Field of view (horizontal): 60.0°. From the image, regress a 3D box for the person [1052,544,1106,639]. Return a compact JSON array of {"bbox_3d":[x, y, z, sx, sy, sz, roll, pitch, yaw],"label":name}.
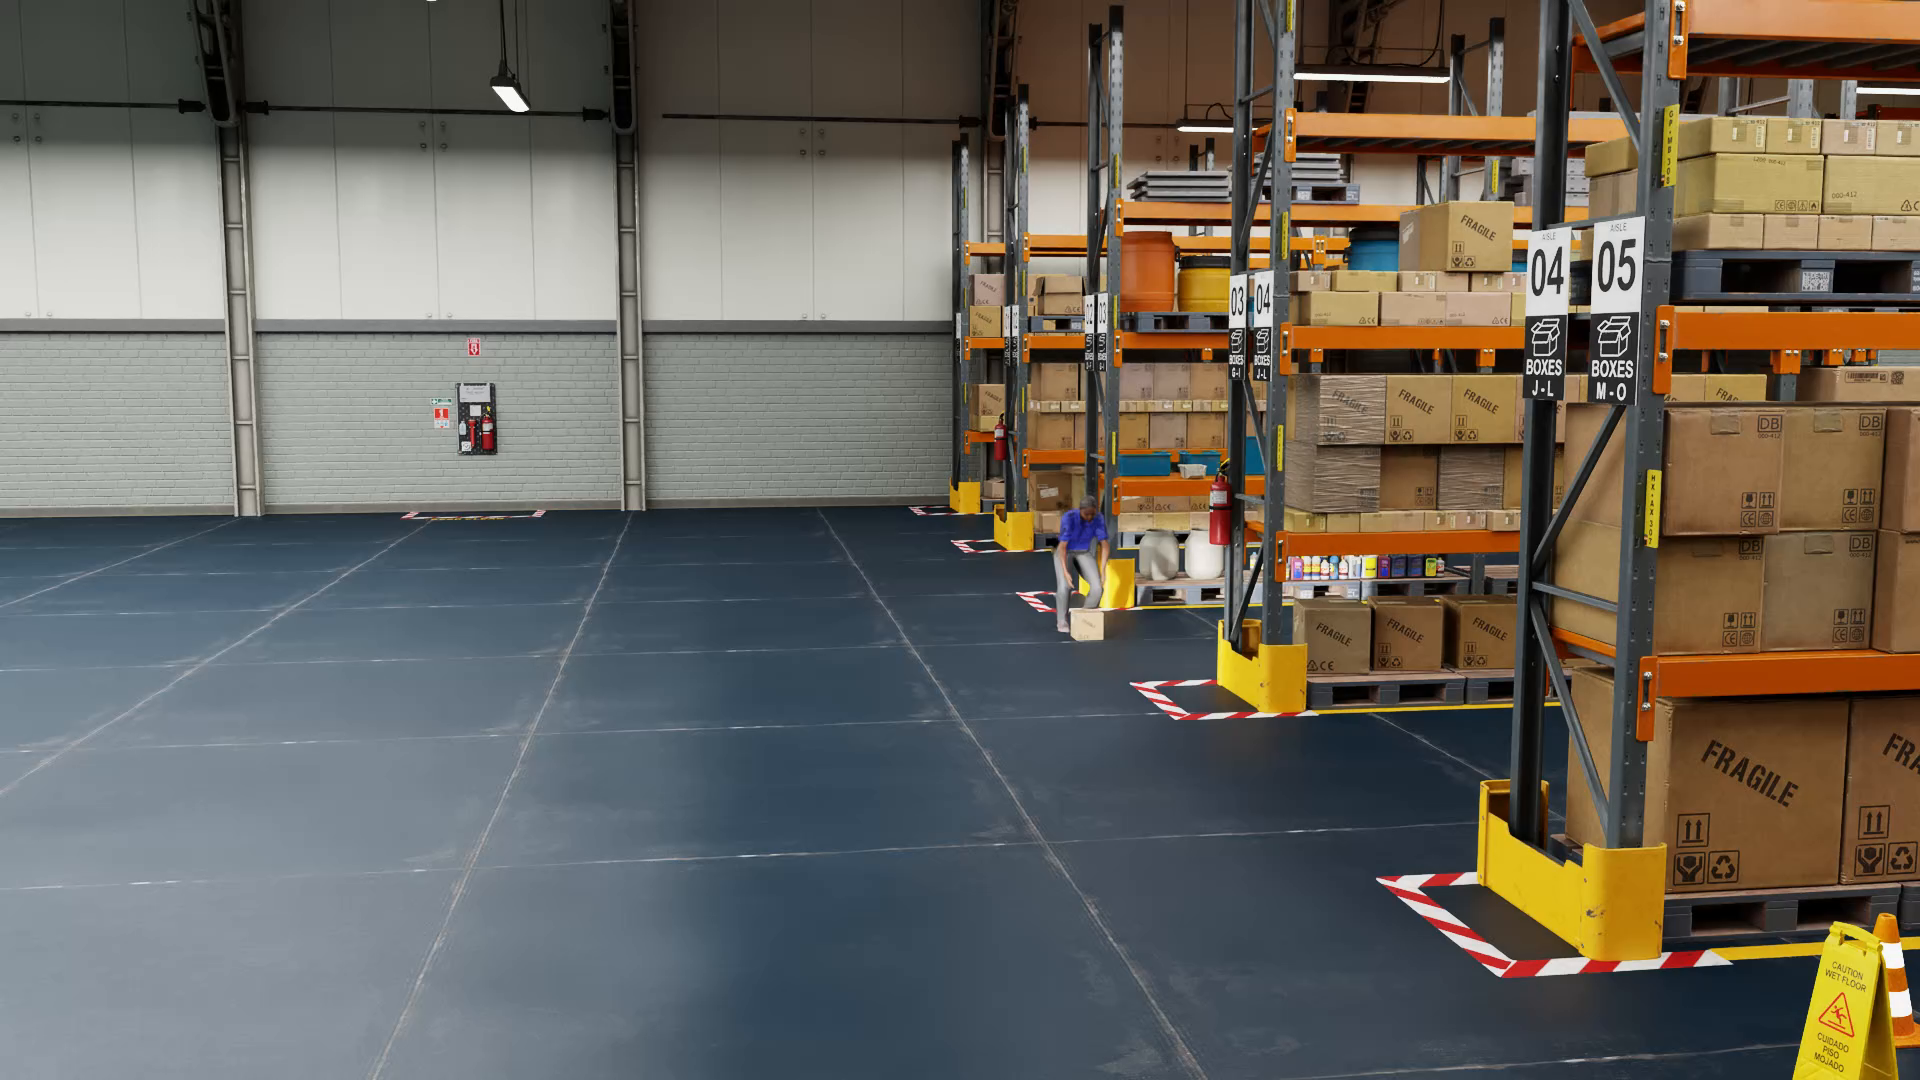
[{"bbox_3d":[1.133,0.466,15.552,0.462,0.811,0.867,-1,7,-11],"label":"person"}]
